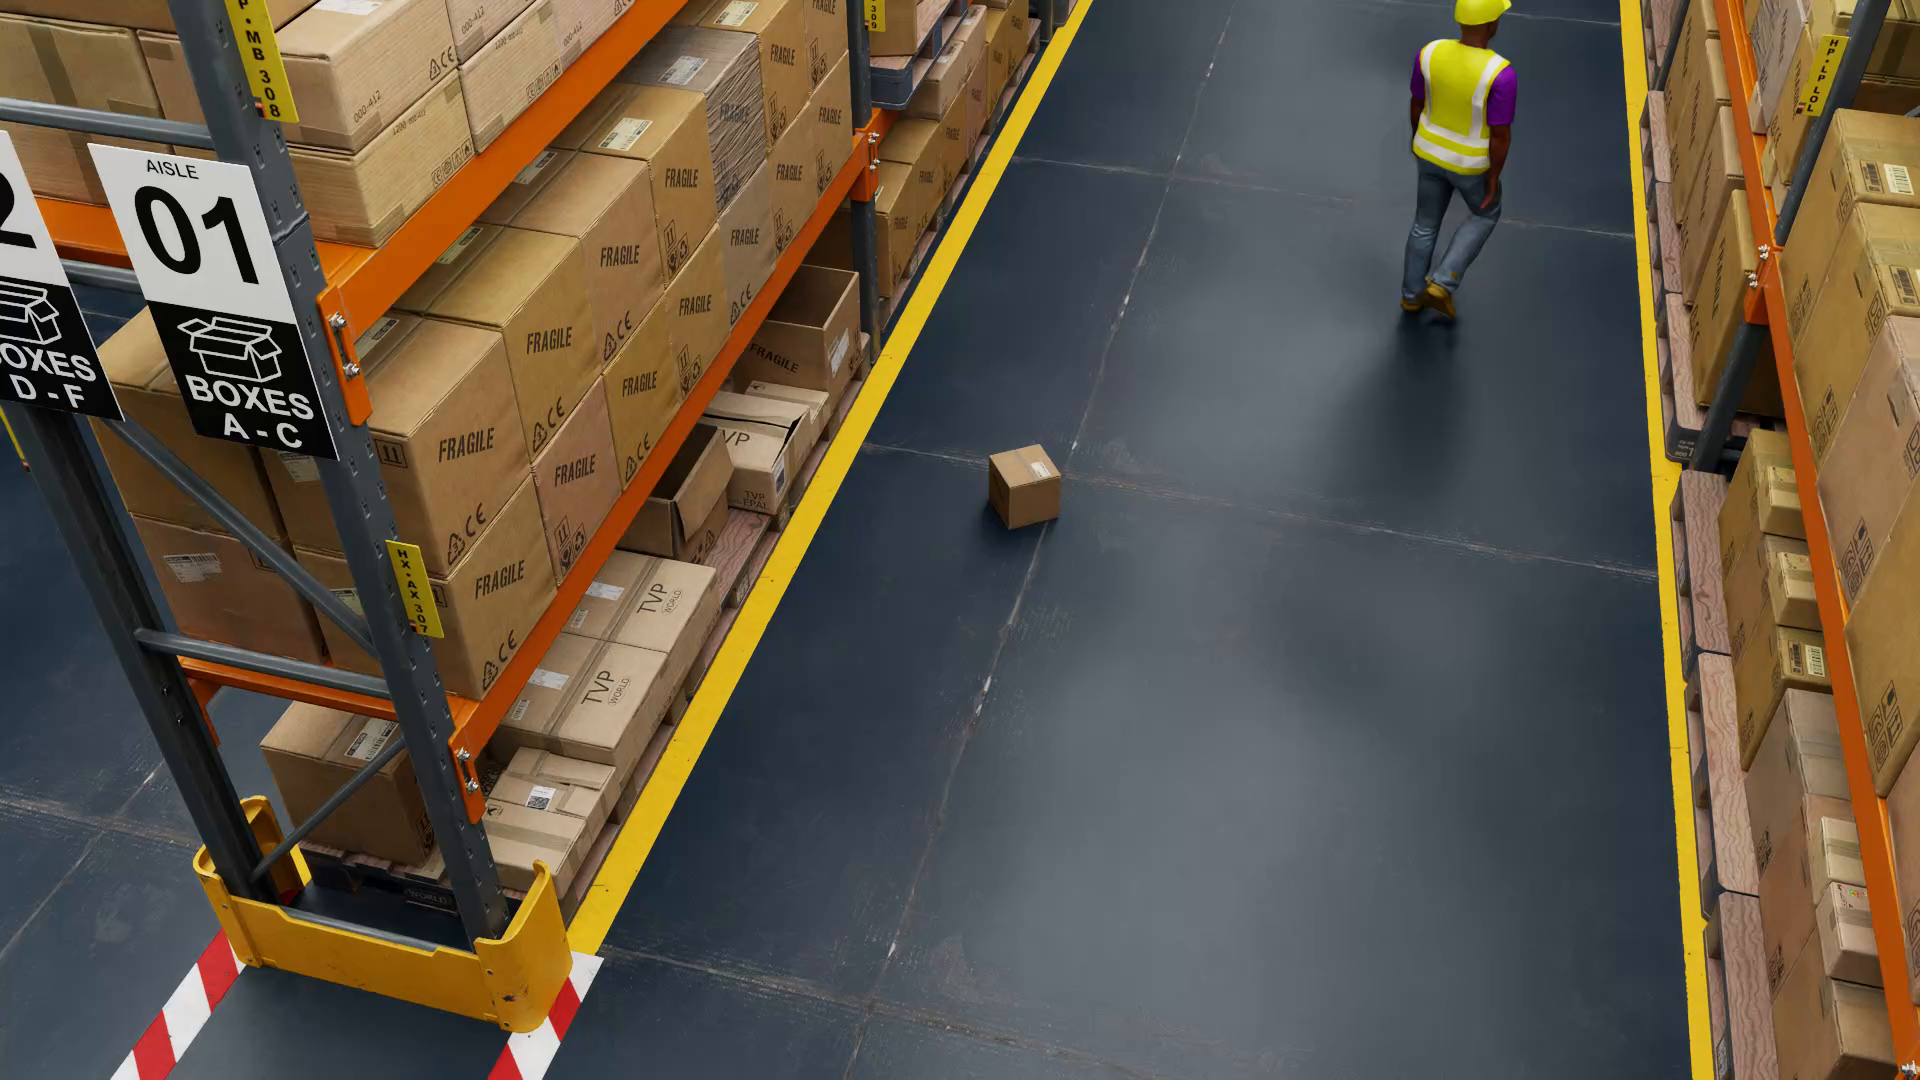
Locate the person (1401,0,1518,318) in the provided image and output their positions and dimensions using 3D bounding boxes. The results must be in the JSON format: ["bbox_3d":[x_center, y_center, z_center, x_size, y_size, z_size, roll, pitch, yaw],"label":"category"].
[{"bbox_3d":[2.503,-1.933,8.353,0.585,1.782,0.461,29,49,30],"label":"person"}]
